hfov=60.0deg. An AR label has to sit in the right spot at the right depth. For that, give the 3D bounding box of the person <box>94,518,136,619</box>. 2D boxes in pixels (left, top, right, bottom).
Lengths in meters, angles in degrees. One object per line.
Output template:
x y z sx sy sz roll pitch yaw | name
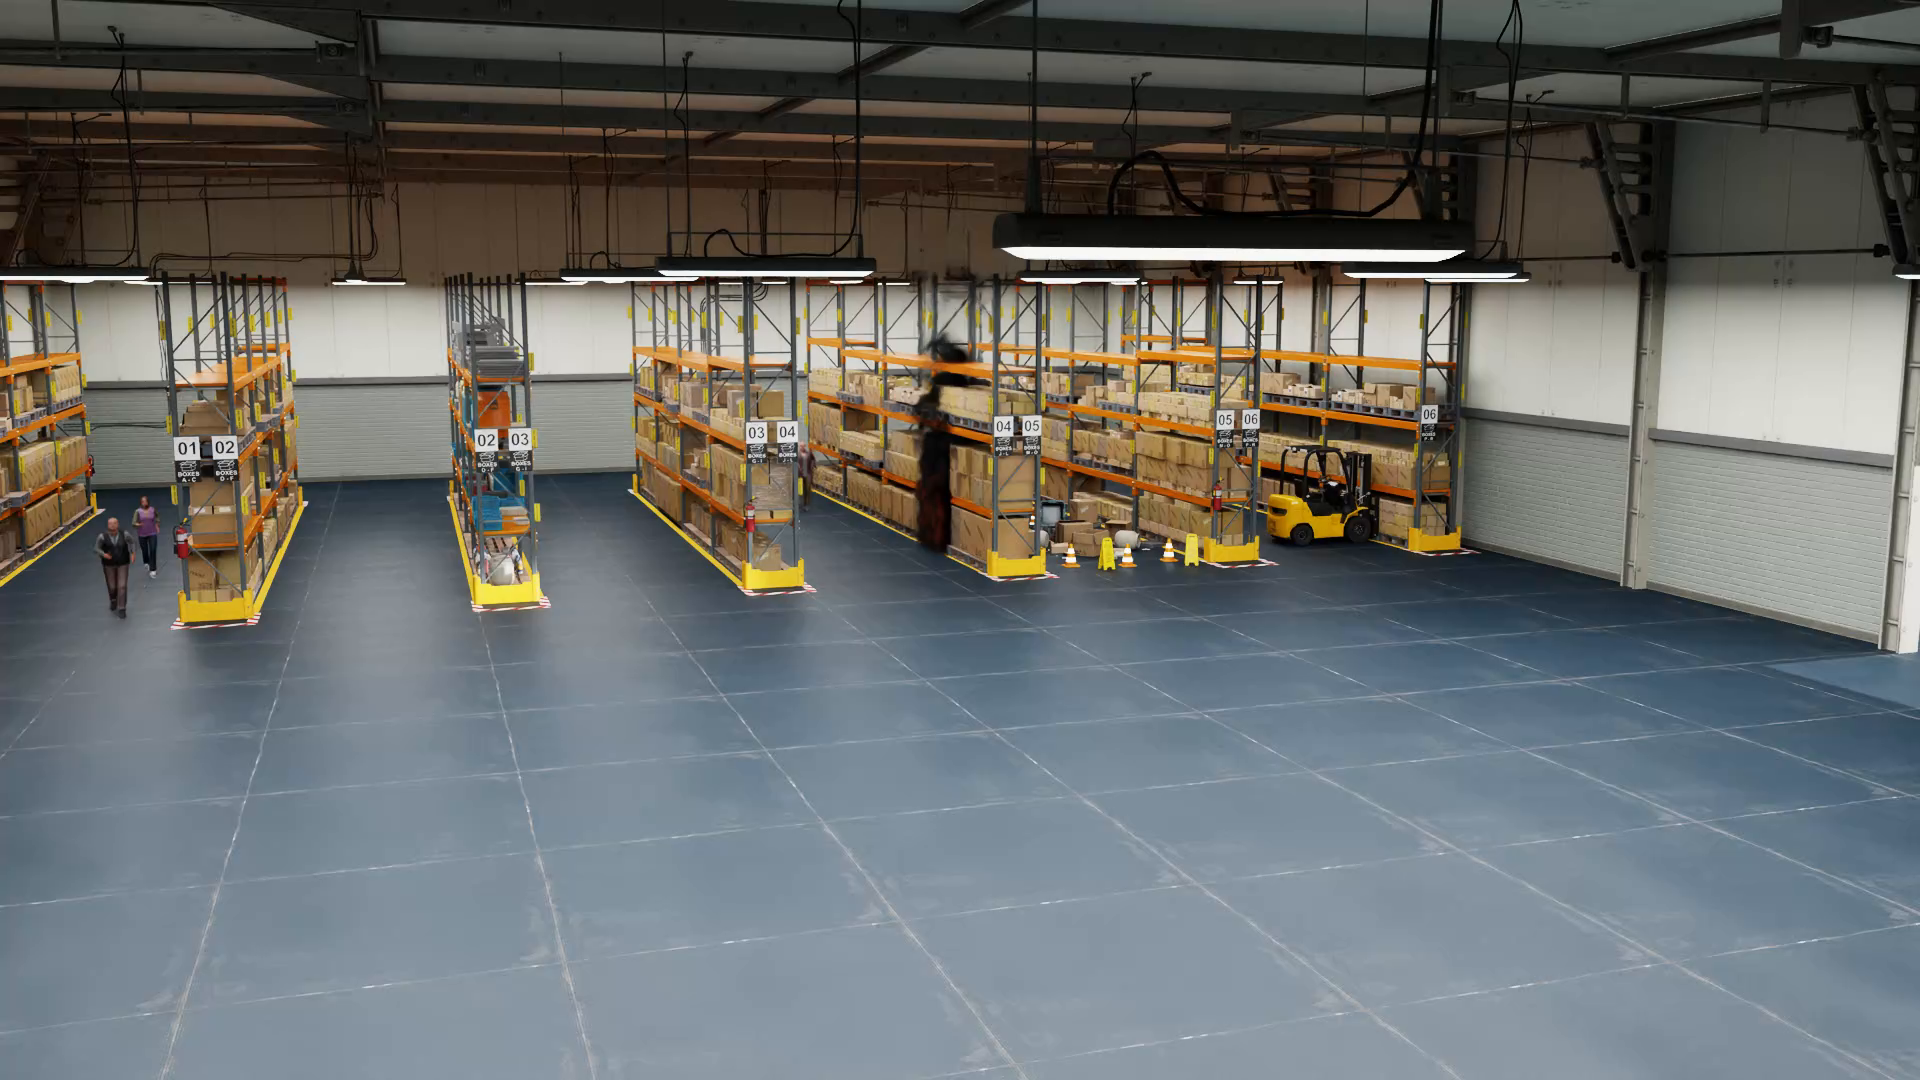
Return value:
-14.861 0.468 29.299 0.679 1.744 0.846 -4 10 -26 | person

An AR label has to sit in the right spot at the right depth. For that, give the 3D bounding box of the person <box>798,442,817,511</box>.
-4.065 -1.676 43.332 0.724 1.756 1.052 -2 9 -15 | person

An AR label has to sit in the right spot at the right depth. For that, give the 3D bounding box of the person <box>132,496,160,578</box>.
-16.212 -0.078 33.173 0.537 1.596 0.878 -5 10 -29 | person
